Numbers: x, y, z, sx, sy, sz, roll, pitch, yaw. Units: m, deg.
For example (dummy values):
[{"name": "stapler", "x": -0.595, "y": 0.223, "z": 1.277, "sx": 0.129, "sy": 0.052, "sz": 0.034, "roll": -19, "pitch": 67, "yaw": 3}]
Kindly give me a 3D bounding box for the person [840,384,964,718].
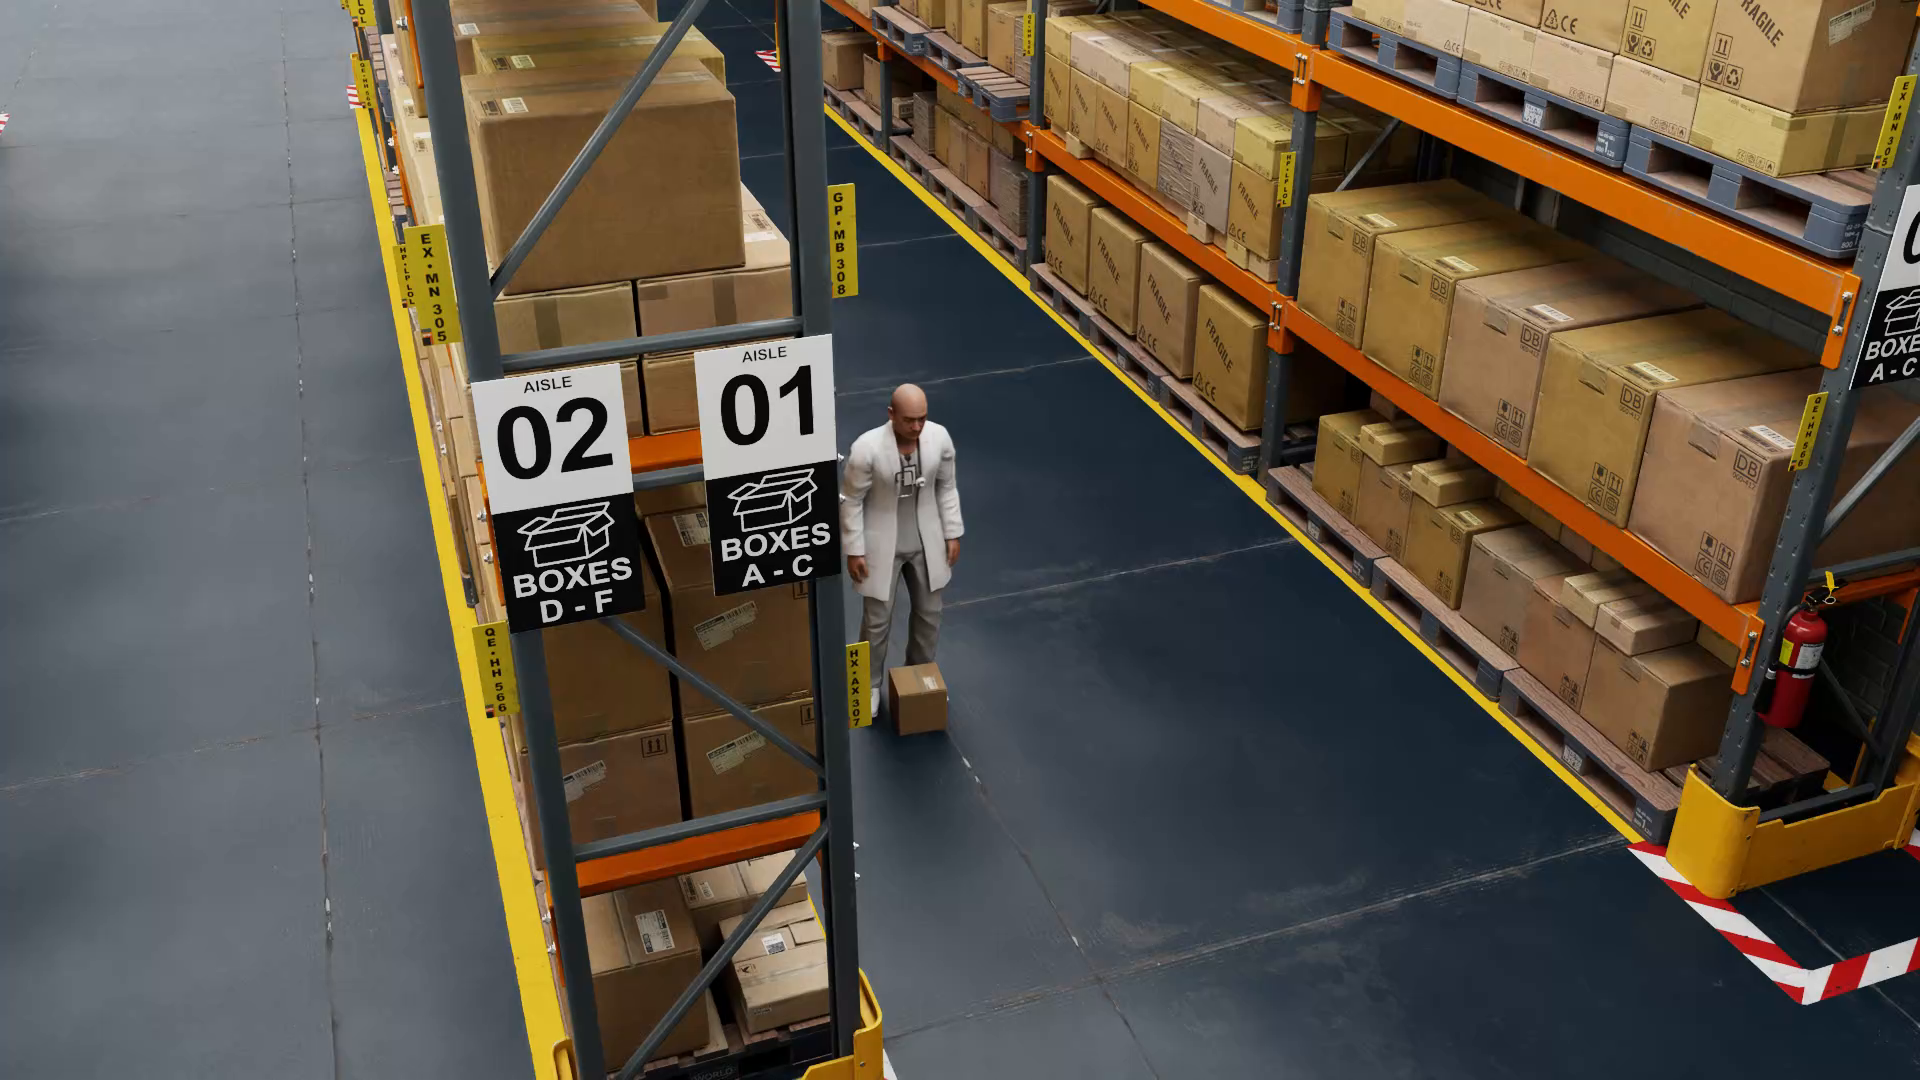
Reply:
[{"name": "person", "x": -0.282, "y": 0.028, "z": 8.318, "sx": 0.648, "sy": 1.772, "sz": 0.429, "roll": -11, "pitch": 31, "yaw": -18}]
